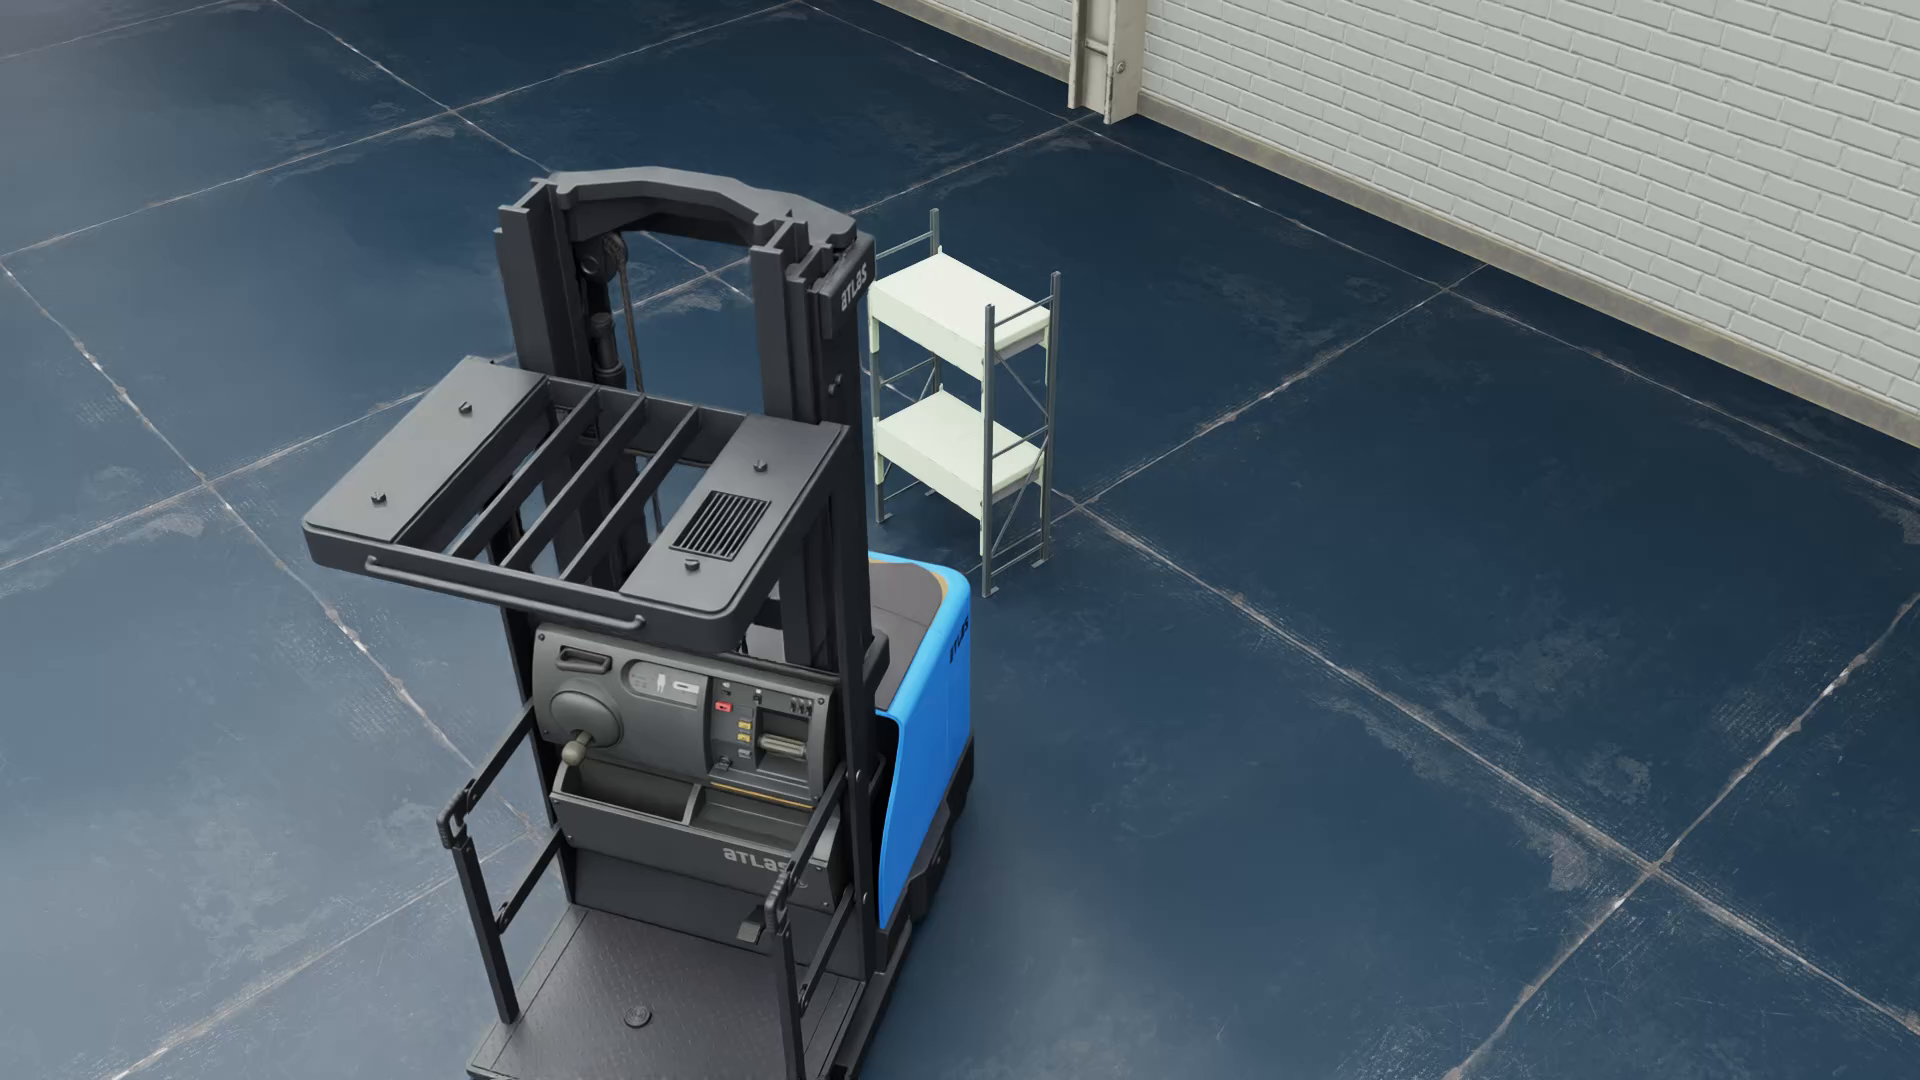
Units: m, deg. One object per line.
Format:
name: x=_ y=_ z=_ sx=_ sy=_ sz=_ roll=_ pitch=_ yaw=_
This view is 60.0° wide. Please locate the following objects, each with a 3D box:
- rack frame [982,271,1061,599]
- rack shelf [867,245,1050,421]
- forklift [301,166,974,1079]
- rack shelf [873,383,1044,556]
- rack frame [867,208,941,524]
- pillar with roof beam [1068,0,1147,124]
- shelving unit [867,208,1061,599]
rack frame: x=0.252 y=-0.411 z=7.065 sx=0.400 sy=1.500 sz=0.023 roll=-30 pitch=48 yaw=-32
rack shelf: x=0.005 y=-0.884 z=7.030 sx=0.431 sy=0.370 sz=0.720 roll=-30 pitch=48 yaw=-32
forklift: x=-0.881 y=0.594 z=4.682 sx=1.130 sy=2.935 sz=3.031 roll=11 pitch=40 yaw=14
rack shelf: x=0.005 y=-0.327 z=7.480 sx=0.431 sy=0.370 sz=0.720 roll=-30 pitch=48 yaw=-32
rack frame: x=-0.243 y=-0.750 z=7.485 sx=0.400 sy=1.500 sz=0.023 roll=-30 pitch=48 yaw=-32
pillar with roof beam: x=-2.186 y=-4.631 z=6.322 sx=9.100 sy=9.000 sz=0.400 roll=-30 pitch=48 yaw=-32
shelving unit: x=0.005 y=-0.580 z=7.275 sx=0.431 sy=1.500 sz=0.755 roll=-30 pitch=48 yaw=-32
